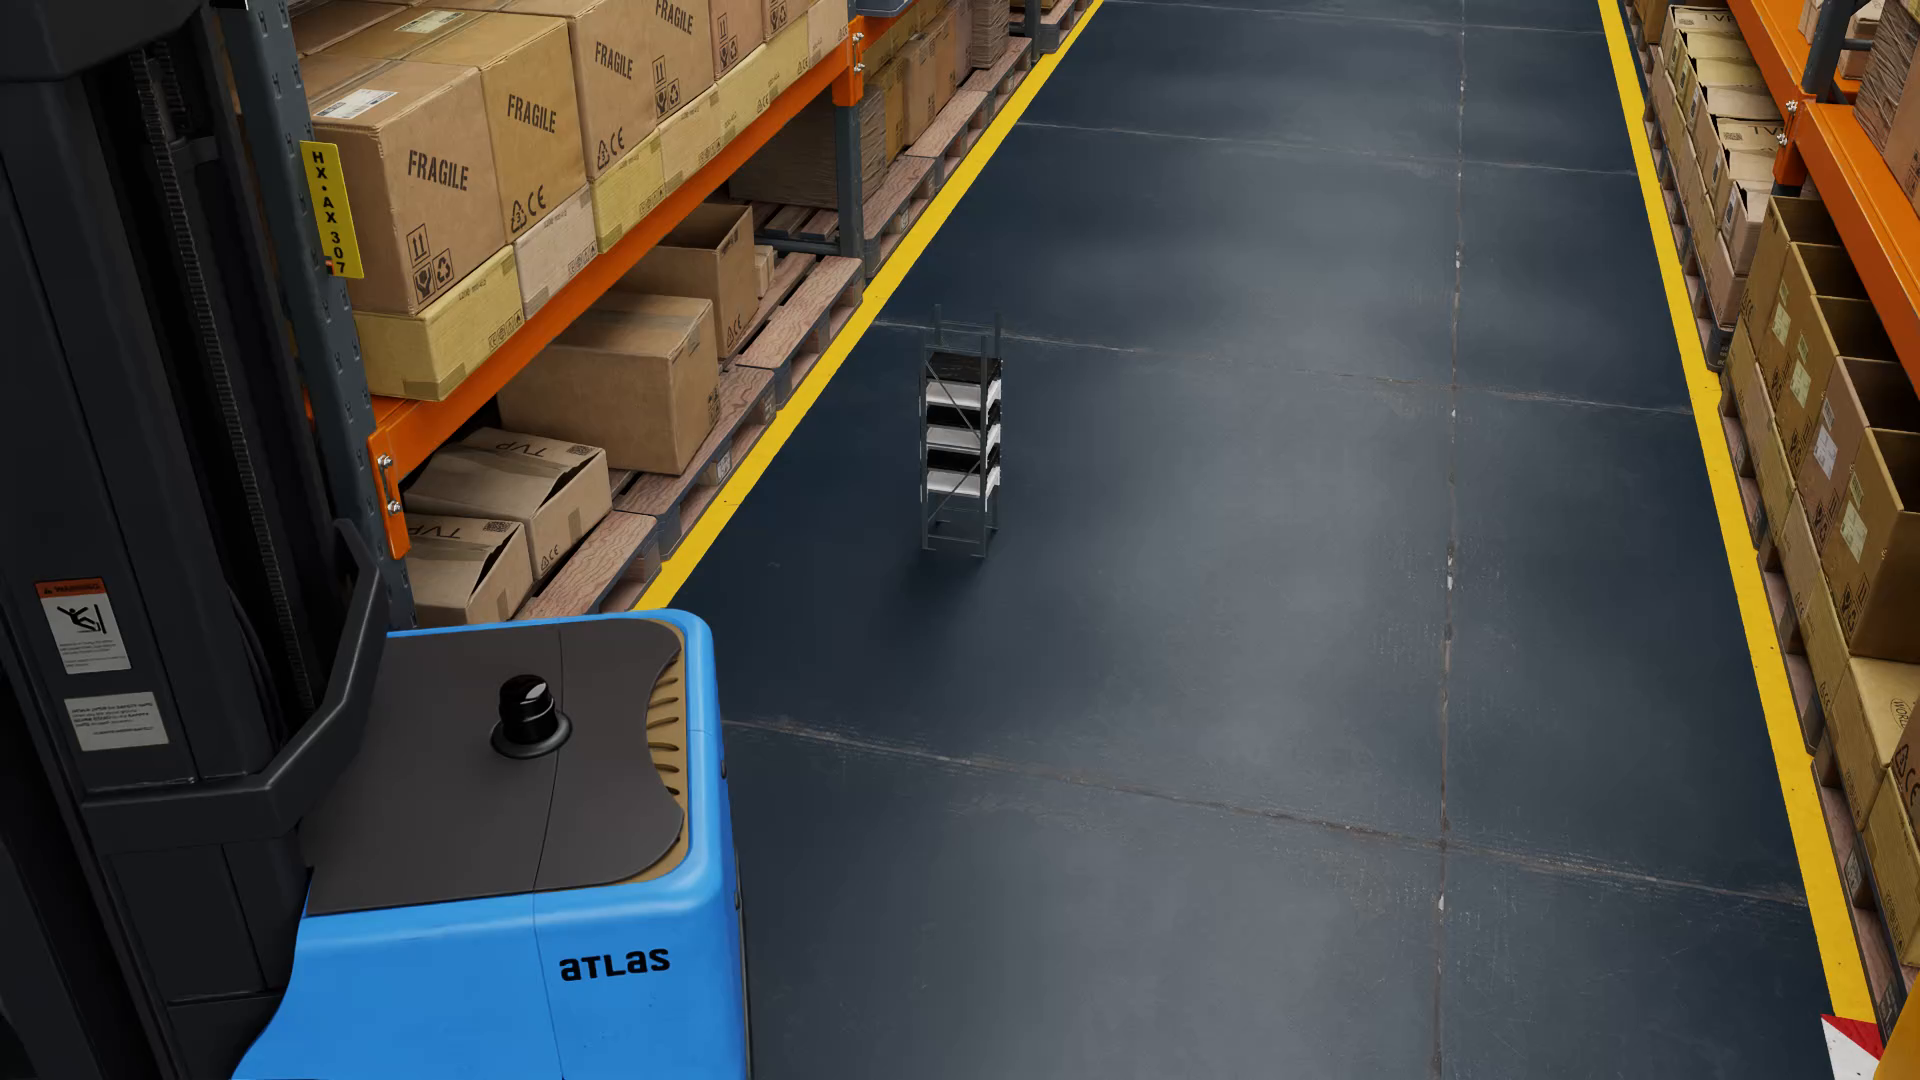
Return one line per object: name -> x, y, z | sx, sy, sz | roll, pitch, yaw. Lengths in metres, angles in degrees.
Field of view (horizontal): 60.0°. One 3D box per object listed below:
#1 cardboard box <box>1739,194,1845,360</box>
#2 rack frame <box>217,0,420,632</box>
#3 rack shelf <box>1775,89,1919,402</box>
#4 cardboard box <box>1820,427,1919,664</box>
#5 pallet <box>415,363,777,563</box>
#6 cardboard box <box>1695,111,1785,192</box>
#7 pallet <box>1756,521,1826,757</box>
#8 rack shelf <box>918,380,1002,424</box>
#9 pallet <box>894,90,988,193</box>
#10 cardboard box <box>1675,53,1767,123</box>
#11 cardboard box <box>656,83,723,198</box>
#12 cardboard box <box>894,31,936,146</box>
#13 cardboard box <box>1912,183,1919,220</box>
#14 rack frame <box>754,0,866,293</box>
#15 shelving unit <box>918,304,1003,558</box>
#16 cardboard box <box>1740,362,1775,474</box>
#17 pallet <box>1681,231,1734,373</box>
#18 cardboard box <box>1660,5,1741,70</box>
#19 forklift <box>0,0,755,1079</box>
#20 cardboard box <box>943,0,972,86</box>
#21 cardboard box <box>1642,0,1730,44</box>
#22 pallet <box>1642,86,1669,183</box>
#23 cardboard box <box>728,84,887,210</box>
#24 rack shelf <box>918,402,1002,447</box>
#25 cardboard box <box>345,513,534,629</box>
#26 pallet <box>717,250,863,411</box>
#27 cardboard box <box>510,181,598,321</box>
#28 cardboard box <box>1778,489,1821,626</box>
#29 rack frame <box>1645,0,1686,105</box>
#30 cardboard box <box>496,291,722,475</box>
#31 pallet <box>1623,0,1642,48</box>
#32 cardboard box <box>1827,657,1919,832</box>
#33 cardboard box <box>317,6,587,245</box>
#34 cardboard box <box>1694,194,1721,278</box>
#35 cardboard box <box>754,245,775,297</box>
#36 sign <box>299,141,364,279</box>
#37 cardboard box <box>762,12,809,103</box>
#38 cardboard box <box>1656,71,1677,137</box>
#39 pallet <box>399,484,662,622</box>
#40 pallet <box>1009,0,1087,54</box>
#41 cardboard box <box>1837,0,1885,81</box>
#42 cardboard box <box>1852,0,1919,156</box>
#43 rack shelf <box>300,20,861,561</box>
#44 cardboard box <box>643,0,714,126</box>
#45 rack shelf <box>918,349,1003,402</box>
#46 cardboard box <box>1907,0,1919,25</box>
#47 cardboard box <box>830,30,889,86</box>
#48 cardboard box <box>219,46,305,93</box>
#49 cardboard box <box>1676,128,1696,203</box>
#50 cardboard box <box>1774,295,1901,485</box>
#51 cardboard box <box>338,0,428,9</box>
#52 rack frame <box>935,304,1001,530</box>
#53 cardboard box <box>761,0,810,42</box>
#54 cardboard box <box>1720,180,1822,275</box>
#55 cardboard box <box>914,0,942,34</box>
cardboard box -> 3.408, -1.007, 6.511 | 0.500, 0.500, 0.500 | 8, 33, 12
rack frame -> -1.979, -0.469, 4.191 | 1.000, 3.000, 0.127 | 8, 33, 12
rack shelf -> 3.321, -0.531, 4.959 | 1.077, 0.370, 4.000 | 8, 33, 12
cardboard box -> 2.902, 0.031, 4.878 | 0.500, 0.500, 0.500 | 8, 33, 12
pallet -> -1.407, -0.379, 6.650 | 1.003, 0.211, 1.213 | 8, 33, 12
cardboard box -> 3.909, -1.904, 8.098 | 0.500, 0.311, 0.500 | 8, 33, 12
pallet -> 3.279, 0.347, 5.508 | 1.003, 0.211, 1.213 | 8, 33, 12
rack shelf -> 0.002, -0.508, 5.937 | 0.258, 0.077, 0.200 | 8, 33, 12
pallet -> -0.460, -2.407, 9.839 | 1.003, 0.211, 1.213 | 8, 33, 12
cardboard box -> 4.170, -2.431, 8.927 | 0.500, 0.311, 0.500 | 7, 33, 11
cardboard box -> -1.164, -1.421, 5.810 | 0.500, 0.250, 0.500 | 8, 33, 13
cardboard box -> -0.542, -2.594, 9.454 | 0.700, 0.500, 0.500 | 8, 33, 13
cardboard box -> 3.464, -1.149, 5.168 | 0.700, 0.500, 0.500 | 9, 33, 13
rack frame -> -0.964, -2.544, 7.457 | 1.000, 3.000, 0.127 | 8, 33, 12
shelving unit -> 0.002, -0.384, 6.015 | 0.258, 0.900, 0.210 | 8, 33, 12
cardboard box -> 3.286, -0.431, 6.303 | 0.500, 0.250, 0.500 | 8, 33, 12
pallet -> 3.978, -1.083, 7.757 | 1.003, 0.211, 1.213 | 8, 33, 12
cardboard box -> 4.427, -2.969, 9.774 | 0.500, 0.311, 0.500 | 9, 34, 14
forklift -> -2.016, 0.198, 3.207 | 3.031, 2.935, 1.130 | -5, 33, -7
cardboard box -> -0.324, -3.119, 10.280 | 0.700, 0.500, 0.500 | 8, 33, 12
cardboard box -> 4.854, -3.596, 11.030 | 0.500, 0.500, 0.500 | 9, 34, 14
pallet -> 4.597, -2.349, 9.748 | 1.003, 0.211, 1.213 | 8, 33, 12
cardboard box -> -0.793, -2.059, 8.614 | 0.700, 0.500, 0.500 | 9, 34, 14
rack shelf -> 0.002, -0.432, 5.985 | 0.258, 0.077, 0.200 | 8, 33, 12
cardboard box -> -1.716, 0.133, 5.340 | 0.500, 0.311, 0.500 | 4, 33, 7
pallet -> -1.100, -1.014, 7.649 | 1.003, 0.211, 1.213 | 8, 33, 12
cardboard box -> -1.430, -0.895, 4.984 | 0.500, 0.250, 0.500 | 7, 33, 11
cardboard box -> 3.033, 0.088, 5.487 | 0.500, 0.250, 0.500 | 8, 33, 12
rack frame -> 4.844, -3.948, 9.664 | 1.000, 3.000, 0.127 | 8, 33, 12
cardboard box -> -1.337, -0.616, 6.343 | 0.700, 0.500, 0.500 | 6, 33, 9
pallet -> 5.382, -3.784, 12.006 | 1.003, 0.211, 1.213 | 8, 33, 12
cardboard box -> 2.779, 0.607, 4.670 | 0.500, 0.250, 0.500 | 8, 33, 12
cardboard box -> -1.432, -1.192, 4.752 | 0.500, 0.500, 0.500 | 8, 33, 13
cardboard box -> 3.784, -1.406, 7.837 | 0.500, 0.250, 0.500 | 8, 33, 12
cardboard box -> -1.070, -1.253, 7.655 | 0.380, 0.166, 0.250 | 4, 33, 6
sign -> -1.454, -0.760, 3.843 | 0.100, 0.325, 0.005 | 8, 33, 12
cardboard box -> -0.925, -1.945, 6.635 | 0.500, 0.250, 0.500 | 8, 33, 13
cardboard box -> 4.300, -2.472, 9.514 | 0.500, 0.250, 0.500 | 7, 33, 11
pallet -> -1.719, 0.252, 5.657 | 1.003, 0.211, 1.213 | 8, 33, 12
pallet -> 0.325, -3.842, 12.097 | 1.003, 0.211, 1.213 | 8, 33, 12
cardboard box -> 3.912, -2.070, 6.850 | 0.500, 0.250, 0.500 | 10, 34, 15
cardboard box -> 3.722, -1.683, 6.008 | 0.700, 0.500, 0.500 | 7, 33, 11
rack shelf -> -1.471, -1.203, 6.017 | 1.077, 0.370, 4.000 | 8, 33, 12
cardboard box -> -1.175, -1.729, 5.596 | 0.500, 0.500, 0.500 | 9, 34, 14
rack shelf -> 0.002, -0.584, 5.888 | 0.258, 0.077, 0.200 | 8, 33, 12
cardboard box -> 3.446, -1.810, 5.604 | 0.380, 0.149, 0.250 | 7, 33, 11
cardboard box -> -0.684, -2.605, 8.773 | 0.500, 0.250, 0.500 | 7, 33, 11
cardboard box -> -2.065, -1.004, 4.455 | 0.500, 0.500, 0.500 | 8, 33, 12
cardboard box -> 4.044, -1.935, 8.670 | 0.500, 0.250, 0.500 | 9, 33, 13
cardboard box -> 3.155, -0.488, 5.695 | 0.500, 0.500, 0.500 | 8, 33, 12
cardboard box -> -1.800, -1.533, 5.287 | 0.500, 0.500, 0.500 | 7, 33, 11
rack frame -> 0.028, -0.437, 6.098 | 0.240, 0.900, 0.006 | 8, 33, 12
cardboard box -> -0.905, -2.259, 6.429 | 0.500, 0.500, 0.500 | 8, 33, 12
cardboard box -> 3.654, -1.375, 7.265 | 0.500, 0.311, 0.500 | 8, 33, 12
cardboard box -> -0.412, -3.132, 9.601 | 0.500, 0.250, 0.500 | 8, 33, 12
